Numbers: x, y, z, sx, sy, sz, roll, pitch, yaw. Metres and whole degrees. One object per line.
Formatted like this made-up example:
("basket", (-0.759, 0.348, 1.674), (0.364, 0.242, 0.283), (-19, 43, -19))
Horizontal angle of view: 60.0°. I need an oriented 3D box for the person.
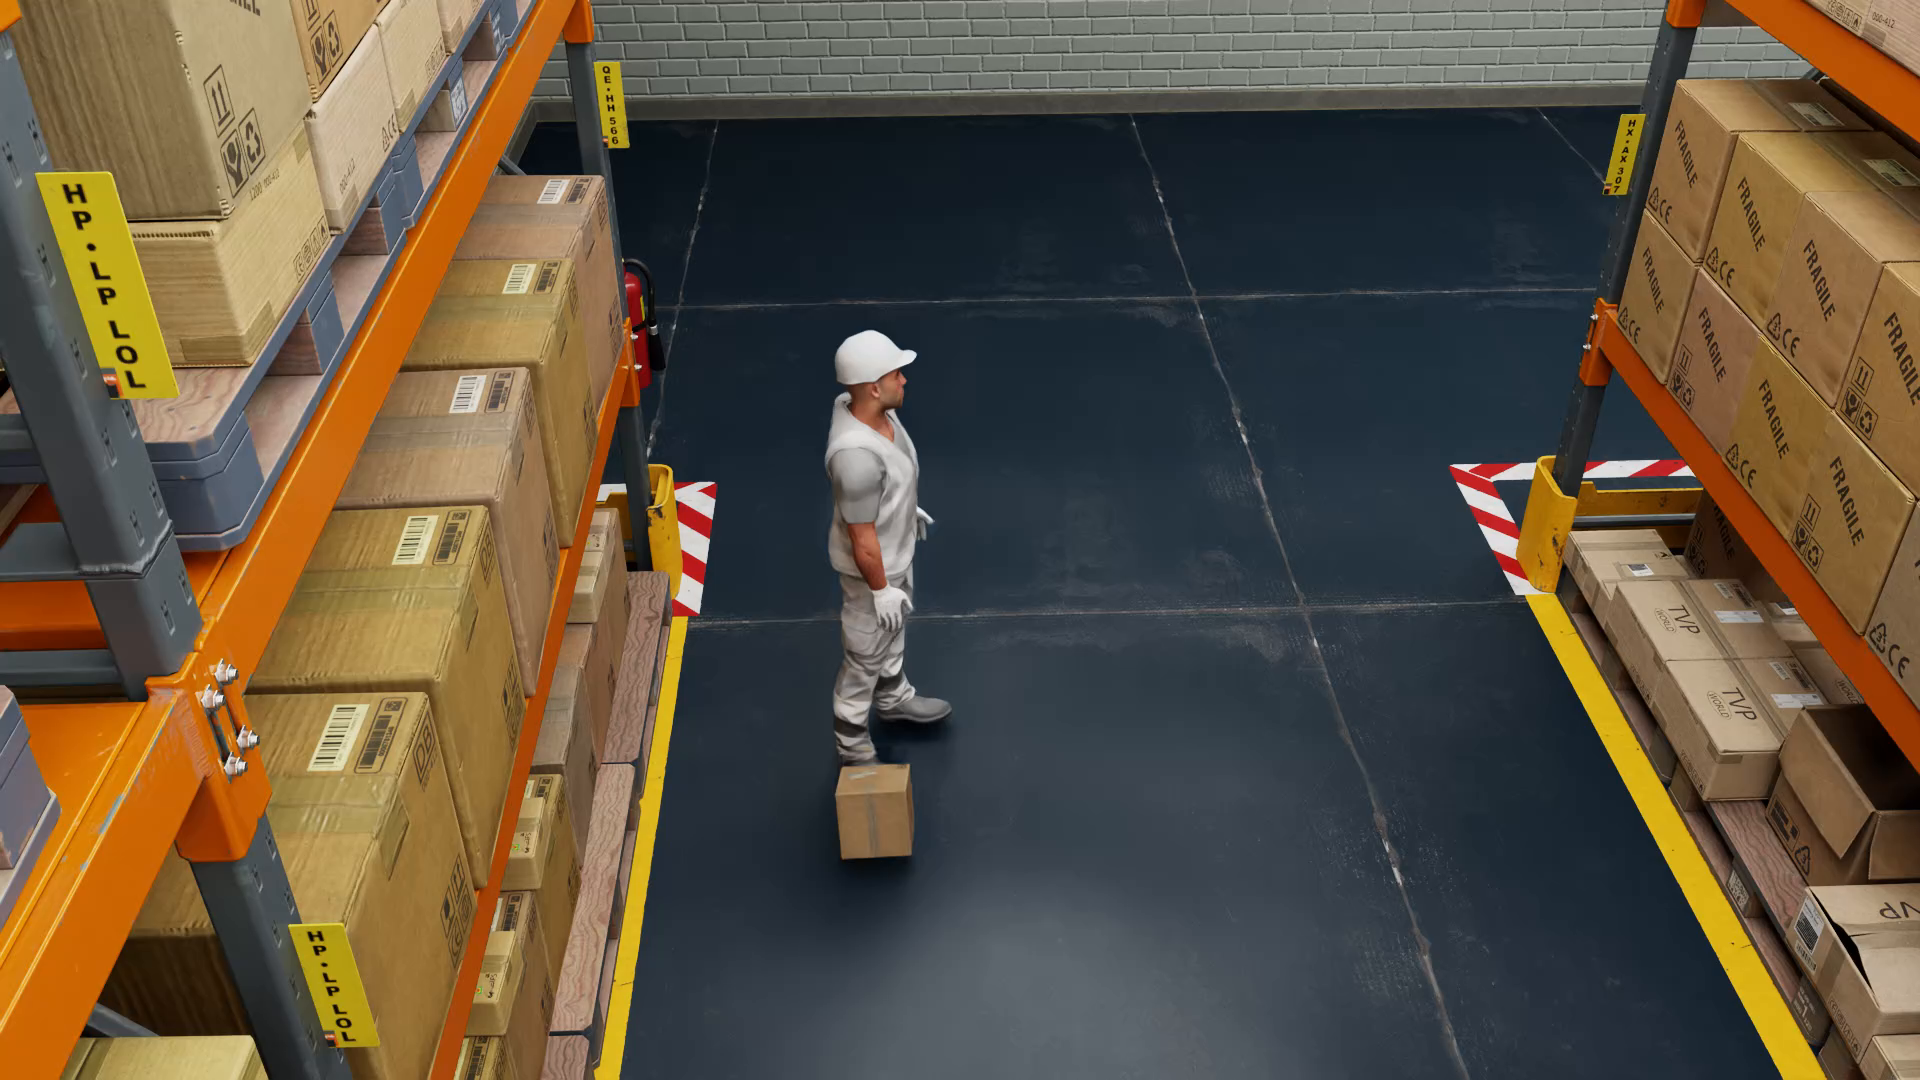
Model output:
("person", (-0.260, 0.058, 5.993), (0.423, 1.786, 0.623), (3, 35, 5))
